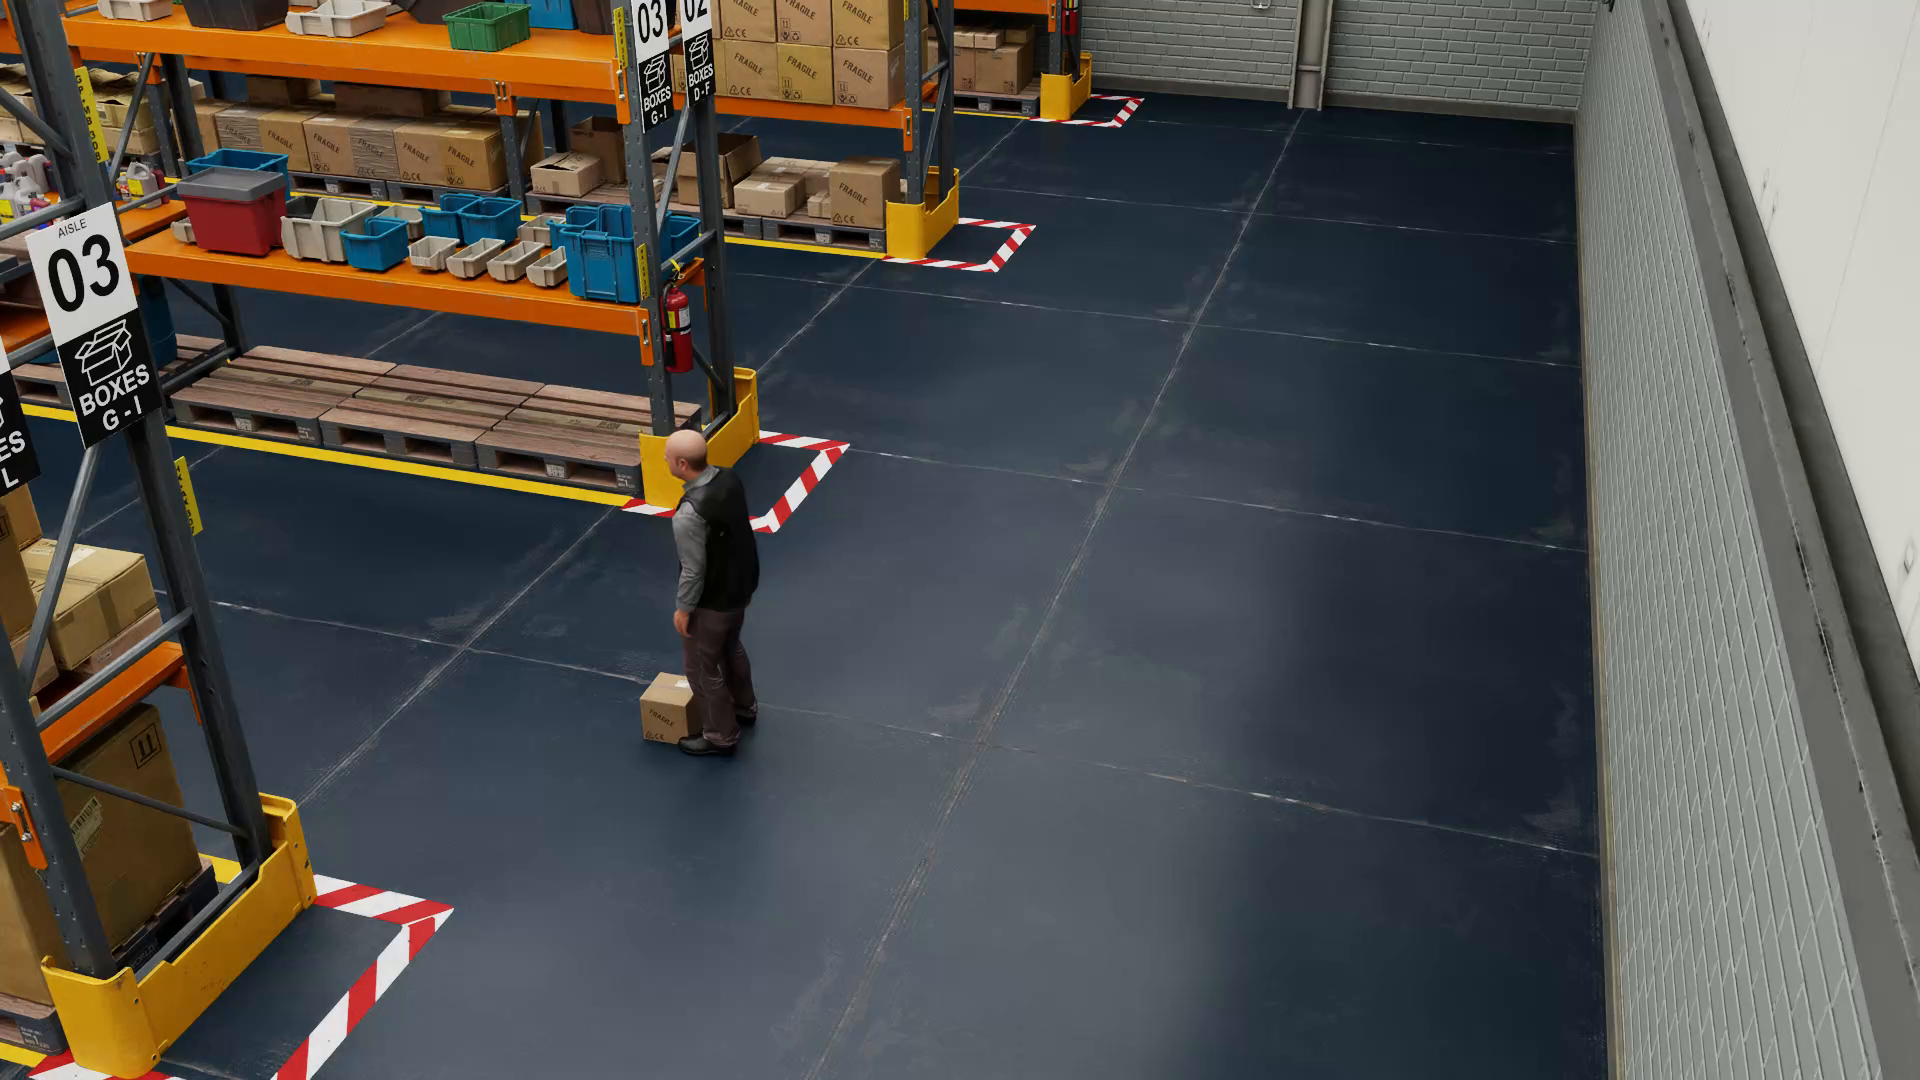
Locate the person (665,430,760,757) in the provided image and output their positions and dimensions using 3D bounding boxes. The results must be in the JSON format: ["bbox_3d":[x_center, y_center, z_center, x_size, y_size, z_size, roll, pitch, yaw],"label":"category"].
[{"bbox_3d":[-1.187,0.254,8.075,0.418,1.721,0.581,9,30,15],"label":"person"}]
